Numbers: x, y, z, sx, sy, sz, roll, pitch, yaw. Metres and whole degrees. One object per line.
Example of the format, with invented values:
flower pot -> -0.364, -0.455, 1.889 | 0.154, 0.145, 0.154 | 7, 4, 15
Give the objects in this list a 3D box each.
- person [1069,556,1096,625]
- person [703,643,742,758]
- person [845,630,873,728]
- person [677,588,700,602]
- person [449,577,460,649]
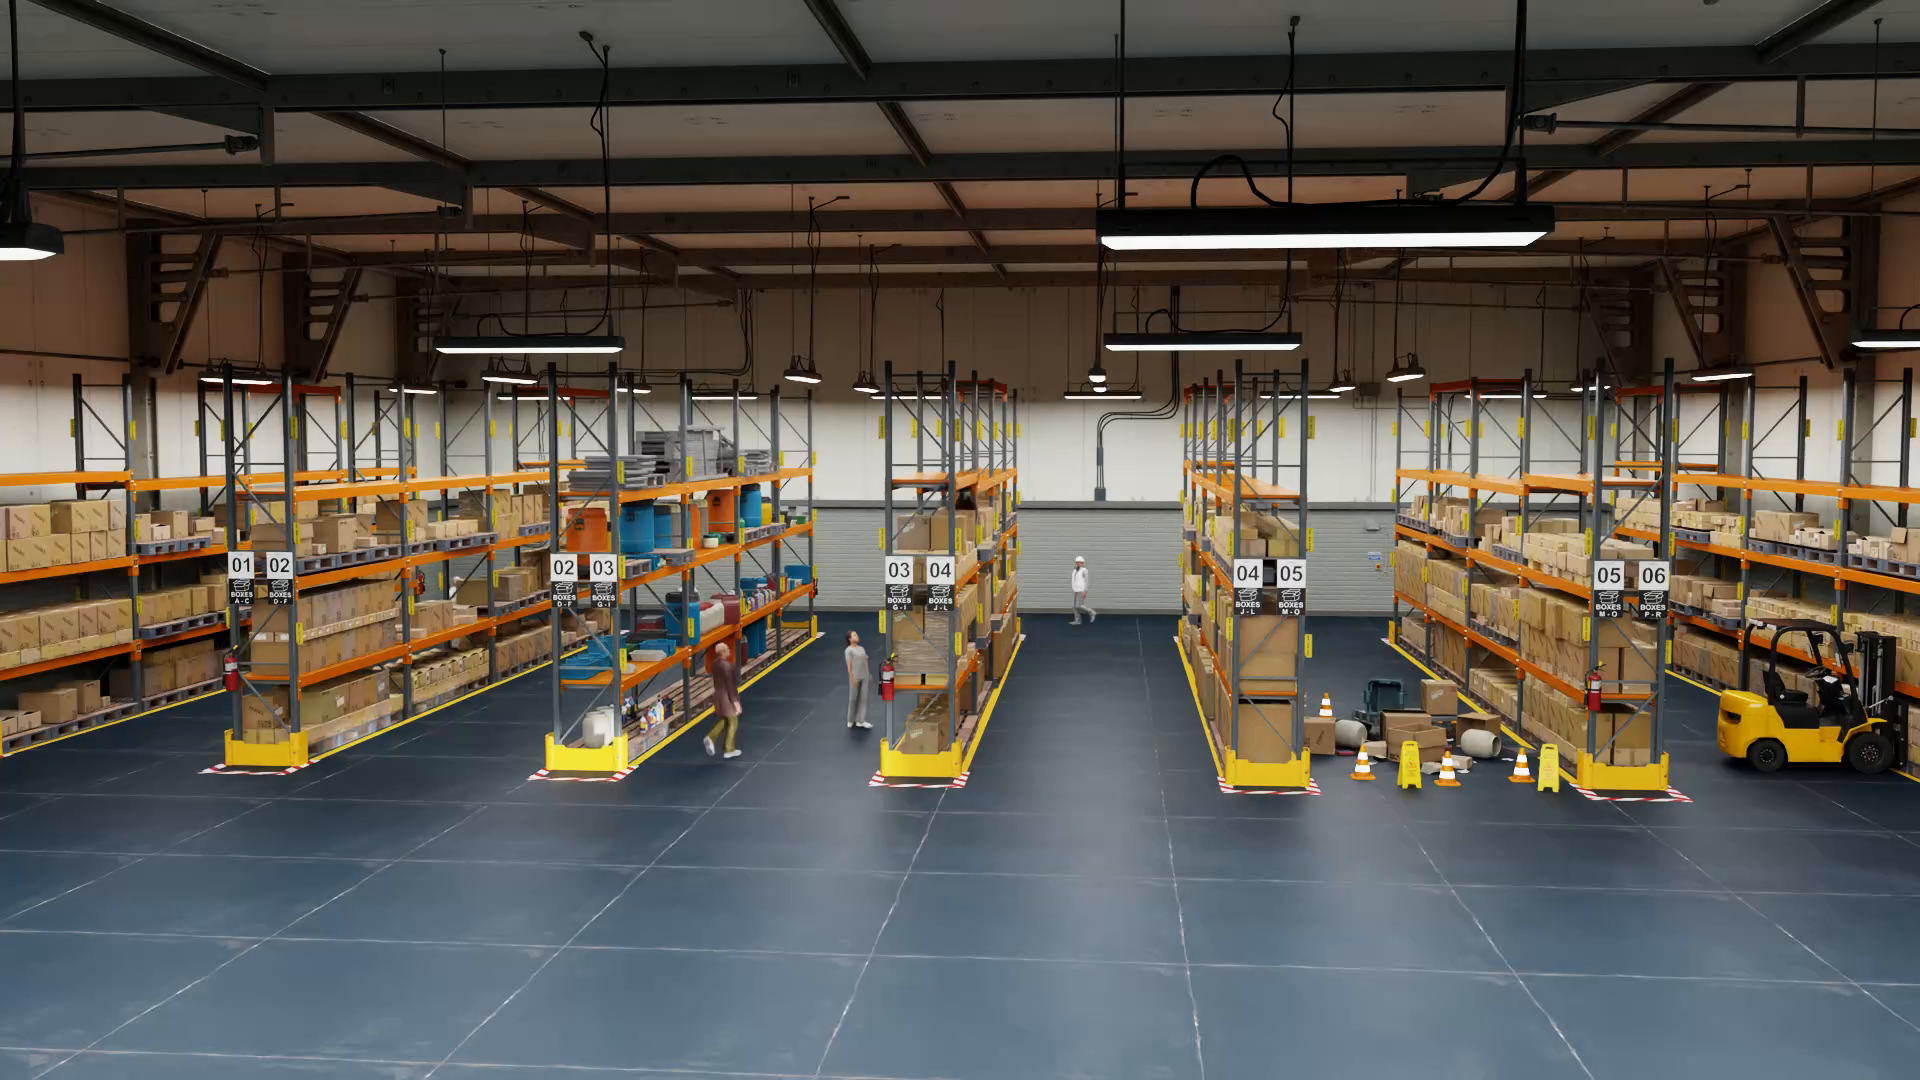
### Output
person -> 3.142, 1.301, 42.704 | 0.648, 1.762, 0.519 | -1, 4, -12
person -> -3.602, 2.445, 25.313 | 0.579, 1.751, 0.678 | 3, 5, 40
person -> -1.713, 2.343, 28.048 | 0.516, 1.643, 0.440 | -2, 4, -33
person -> -6.107, 1.666, 37.181 | 0.535, 1.749, 0.994 | 0, 4, 5
person -> -11.492, 1.673, 38.097 | 0.452, 1.671, 0.520 | 1, 4, 15
